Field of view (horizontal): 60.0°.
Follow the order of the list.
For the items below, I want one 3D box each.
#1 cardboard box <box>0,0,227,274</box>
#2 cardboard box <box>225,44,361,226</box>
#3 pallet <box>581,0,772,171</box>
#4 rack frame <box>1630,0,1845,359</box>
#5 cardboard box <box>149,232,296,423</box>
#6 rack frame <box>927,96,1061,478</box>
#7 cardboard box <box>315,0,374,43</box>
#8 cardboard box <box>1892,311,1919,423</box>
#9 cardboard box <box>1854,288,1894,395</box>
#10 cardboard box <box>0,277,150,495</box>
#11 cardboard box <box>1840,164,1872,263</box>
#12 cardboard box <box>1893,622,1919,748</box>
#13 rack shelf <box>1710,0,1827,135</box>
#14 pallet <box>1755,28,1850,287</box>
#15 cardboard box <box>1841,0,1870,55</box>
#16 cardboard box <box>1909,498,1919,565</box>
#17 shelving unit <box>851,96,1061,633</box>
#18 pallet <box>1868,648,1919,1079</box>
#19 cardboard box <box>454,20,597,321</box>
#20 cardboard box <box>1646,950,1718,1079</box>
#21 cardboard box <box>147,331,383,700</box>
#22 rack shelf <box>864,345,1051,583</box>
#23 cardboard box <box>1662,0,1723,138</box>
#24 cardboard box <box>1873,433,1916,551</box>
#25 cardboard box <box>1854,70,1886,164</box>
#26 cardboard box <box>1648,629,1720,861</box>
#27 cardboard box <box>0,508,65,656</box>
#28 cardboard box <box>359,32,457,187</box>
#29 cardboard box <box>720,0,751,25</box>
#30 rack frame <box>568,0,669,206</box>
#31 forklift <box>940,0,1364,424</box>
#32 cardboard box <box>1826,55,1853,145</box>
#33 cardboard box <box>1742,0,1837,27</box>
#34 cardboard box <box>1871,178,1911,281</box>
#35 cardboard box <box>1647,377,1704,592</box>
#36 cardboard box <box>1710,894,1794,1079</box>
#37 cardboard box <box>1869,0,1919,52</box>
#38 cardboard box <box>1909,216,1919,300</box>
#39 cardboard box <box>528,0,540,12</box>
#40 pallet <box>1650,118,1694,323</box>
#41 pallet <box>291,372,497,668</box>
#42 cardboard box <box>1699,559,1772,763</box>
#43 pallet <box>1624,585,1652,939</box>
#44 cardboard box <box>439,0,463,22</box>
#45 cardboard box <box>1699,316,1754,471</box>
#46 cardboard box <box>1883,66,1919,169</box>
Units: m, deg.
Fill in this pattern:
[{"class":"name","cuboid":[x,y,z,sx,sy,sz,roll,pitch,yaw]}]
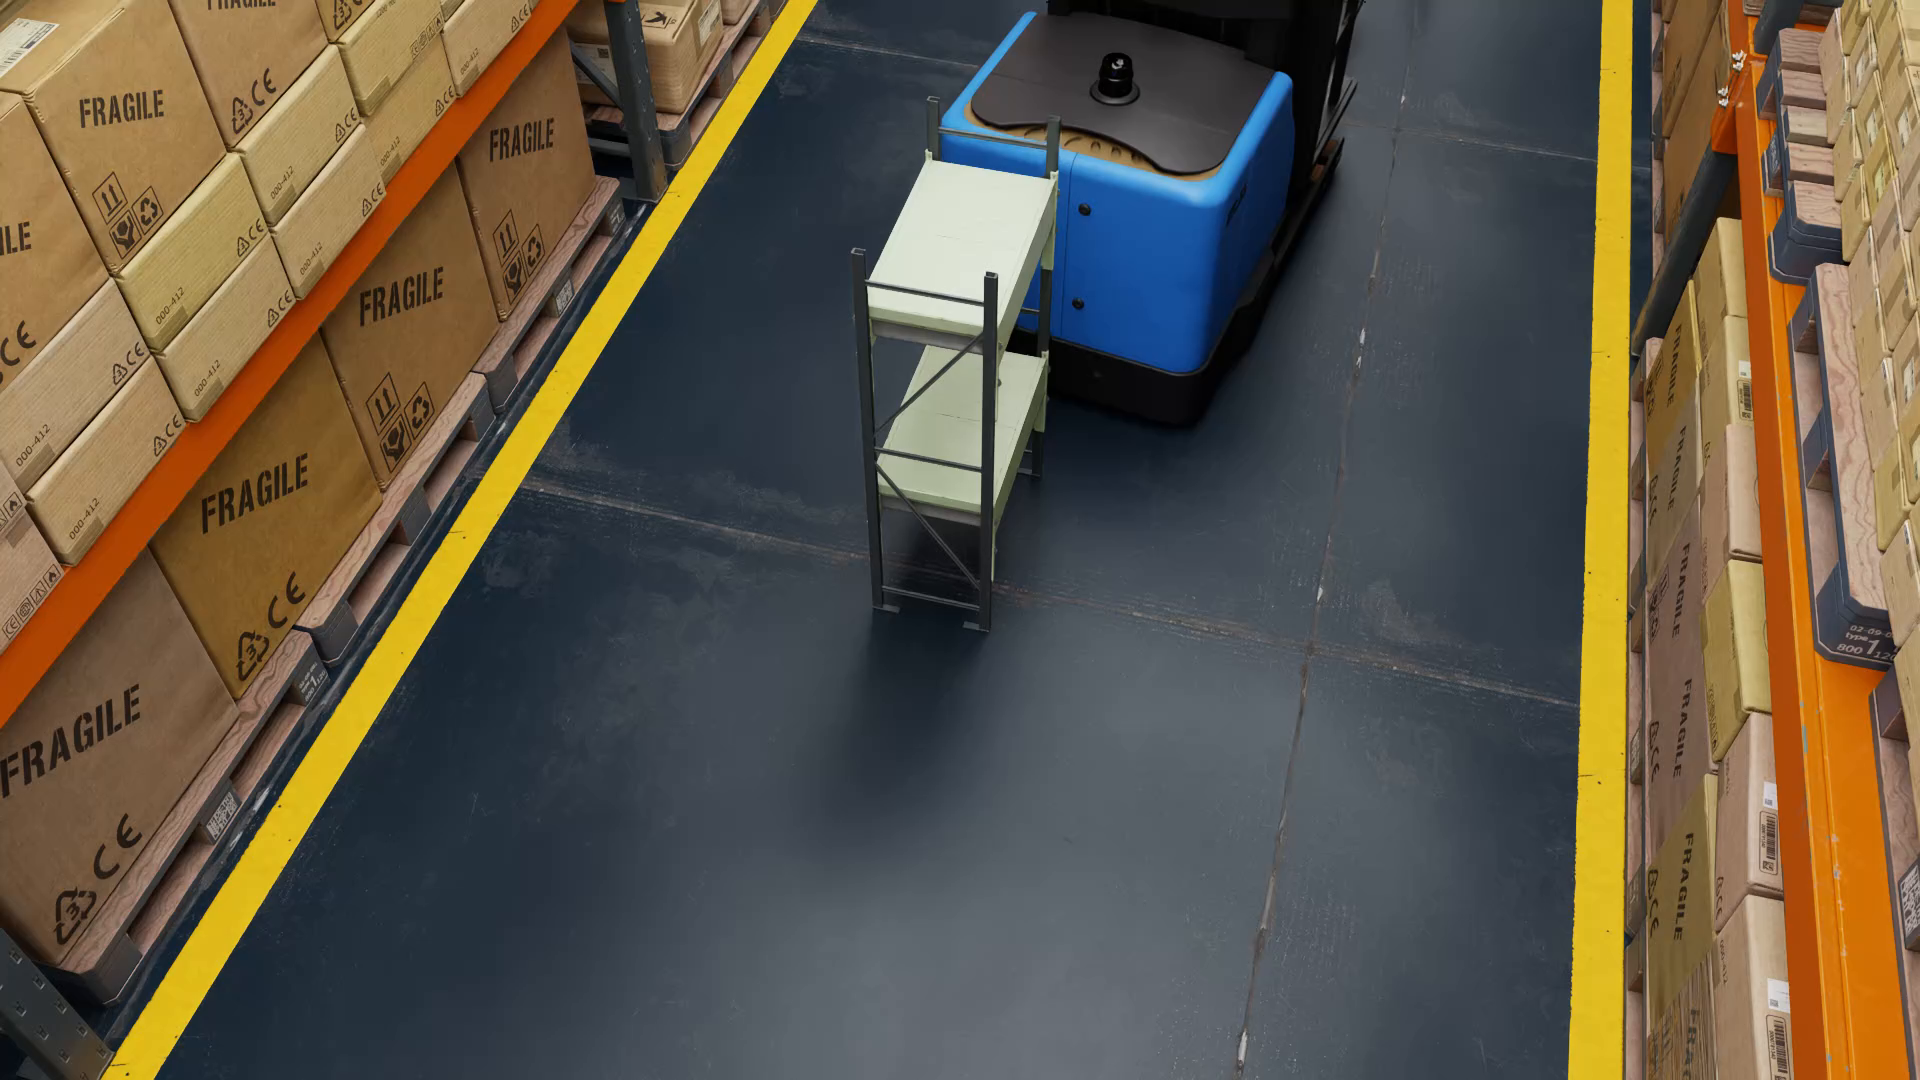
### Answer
[{"class":"cardboard box","cuboid":[-2.155,-1.010,3.907,0.500,0.500,0.500,10,49,9]},{"class":"cardboard box","cuboid":[-2.002,-1.135,4.518,0.500,0.250,0.500,10,49,9]},{"class":"pallet","cuboid":[-1.529,-2.184,7.537,1.003,0.211,1.213,12,50,10]},{"class":"rack frame","cuboid":[3.066,-1.638,5.195,1.000,3.000,0.127,12,50,10]},{"class":"cardboard box","cuboid":[-2.134,-0.607,4.385,0.500,0.250,0.500,11,50,10]},{"class":"rack frame","cuboid":[0.098,-0.766,5.426,0.400,1.500,0.023,12,50,10]},{"class":"cardboard box","cuboid":[-1.885,-1.749,4.560,0.500,0.500,0.500,12,50,10]},{"class":"cardboard box","cuboid":[2.340,-0.354,3.751,0.380,0.149,0.250,13,50,11]},{"class":"cardboard box","cuboid":[2.406,-0.450,4.034,0.380,0.149,0.250,12,50,11]},{"class":"cardboard box","cuboid":[-2.291,-0.409,3.877,0.500,0.250,0.500,12,50,11]},{"class":"cardboard box","cuboid":[2.542,-0.825,4.365,0.380,0.149,0.250,14,50,12]},{"class":"cardboard box","cuboid":[2.128,0.324,3.351,0.380,0.149,0.250,9,49,8]},{"class":"rack shelf","cuboid":[3.592,-2.846,6.741,1.077,0.370,4.000,12,50,10]},{"class":"pallet","cuboid":[2.981,-1.038,4.793,1.213,0.211,1.003,12,50,10]},{"class":"cardboard box","cuboid":[2.745,-1.482,4.747,0.380,0.149,0.250,14,50,12]},{"class":"cardboard box","cuboid":[2.201,0.018,3.422,0.380,0.149,0.250,9,49,8]},{"class":"shelving unit","cuboid":[0.002,-0.501,5.192,0.431,1.500,0.755,12,50,10]},{"class":"pallet","cuboid":[2.354,0.795,3.176,1.003,0.211,1.213,12,50,10]},{"class":"cardboard box","cuboid":[-1.999,-1.494,6.205,0.875,0.875,0.875,11,50,10]},{"class":"cardboard box","cuboid":[1.964,1.359,3.937,0.500,0.500,0.500,11,49,9]},{"class":"cardboard box","cuboid":[-2.473,-0.203,5.066,0.875,0.875,0.875,13,50,11]},{"class":"rack shelf","cuboid":[0.002,-0.285,5.436,0.431,0.370,0.720,12,50,10]},{"class":"cardboard box","cuboid":[3.539,-2.088,6.813,1.050,0.750,0.750,12,50,11]},{"class":"cardboard box","cuboid":[2.266,-0.070,3.698,0.380,0.149,0.250,14,50,12]},{"class":"cardboard box","cuboid":[2.608,-1.092,4.402,0.380,0.149,0.250,10,49,9]},{"class":"cardboard box","cuboid":[2.239,0.617,4.592,0.500,0.500,0.500,11,49,9]},{"class":"cardboard box","cuboid":[-2.419,0.135,3.730,0.500,0.250,0.500,11,49,9]},{"class":"cardboard box","cuboid":[-1.887,-1.341,5.033,0.500,0.250,0.500,11,50,10]},{"class":"cardboard box","cuboid":[-1.392,-2.753,7.652,0.950,0.372,0.625,11,49,9]},{"class":"rack frame","cuboid":[-1.737,-2.542,5.993,1.000,3.000,0.127,12,50,10]},{"class":"forklift","cuboid":[0.983,-2.511,6.011,1.130,2.935,3.031,19,51,16]},{"class":"cardboard box","cuboid":[2.682,-1.216,4.710,0.380,0.149,0.250,14,50,12]},{"class":"cardboard box","cuboid":[2.925,-2.050,5.492,0.500,0.500,0.500,12,50,10]},{"class":"cardboard box","cuboid":[2.476,-0.729,4.082,0.380,0.149,0.250,12,50,10]},{"class":"cardboard box","cuboid":[2.504,-0.124,5.246,0.500,0.500,0.500,12,50,10]},{"class":"cardboard box","cuboid":[1.965,1.107,3.659,0.500,0.250,0.500,10,49,9]},{"class":"cardboard box","cuboid":[2.689,-1.400,4.475,0.380,0.149,0.250,10,49,9]},{"class":"cardboard box","cuboid":[2.413,-0.644,3.808,0.380,0.149,0.250,13,50,11]},{"class":"cardboard box","cuboid":[-1.619,-2.075,5.681,0.500,0.250,0.500,10,49,9]},{"class":"pallet","cuboid":[3.346,-1.271,6.731,1.003,0.211,1.213,12,50,10]},{"class":"pallet","cuboid":[-2.340,-0.184,5.771,1.003,0.211,1.213,12,50,10]},{"class":"cardboard box","cuboid":[2.238,0.353,4.325,0.500,0.250,0.500,10,49,8]},{"class":"pallet","cuboid":[2.535,0.729,4.965,1.003,0.211,1.213,12,50,10]},{"class":"cardboard box","cuboid":[-1.750,-1.885,5.180,0.500,0.250,0.500,10,49,9]},{"class":"cardboard box","cuboid":[2.517,-0.380,4.972,0.500,0.250,0.500,11,49,10]},{"class":"cardboard box","cuboid":[2.550,-1.032,4.151,0.380,0.149,0.250,10,49,8]}]
